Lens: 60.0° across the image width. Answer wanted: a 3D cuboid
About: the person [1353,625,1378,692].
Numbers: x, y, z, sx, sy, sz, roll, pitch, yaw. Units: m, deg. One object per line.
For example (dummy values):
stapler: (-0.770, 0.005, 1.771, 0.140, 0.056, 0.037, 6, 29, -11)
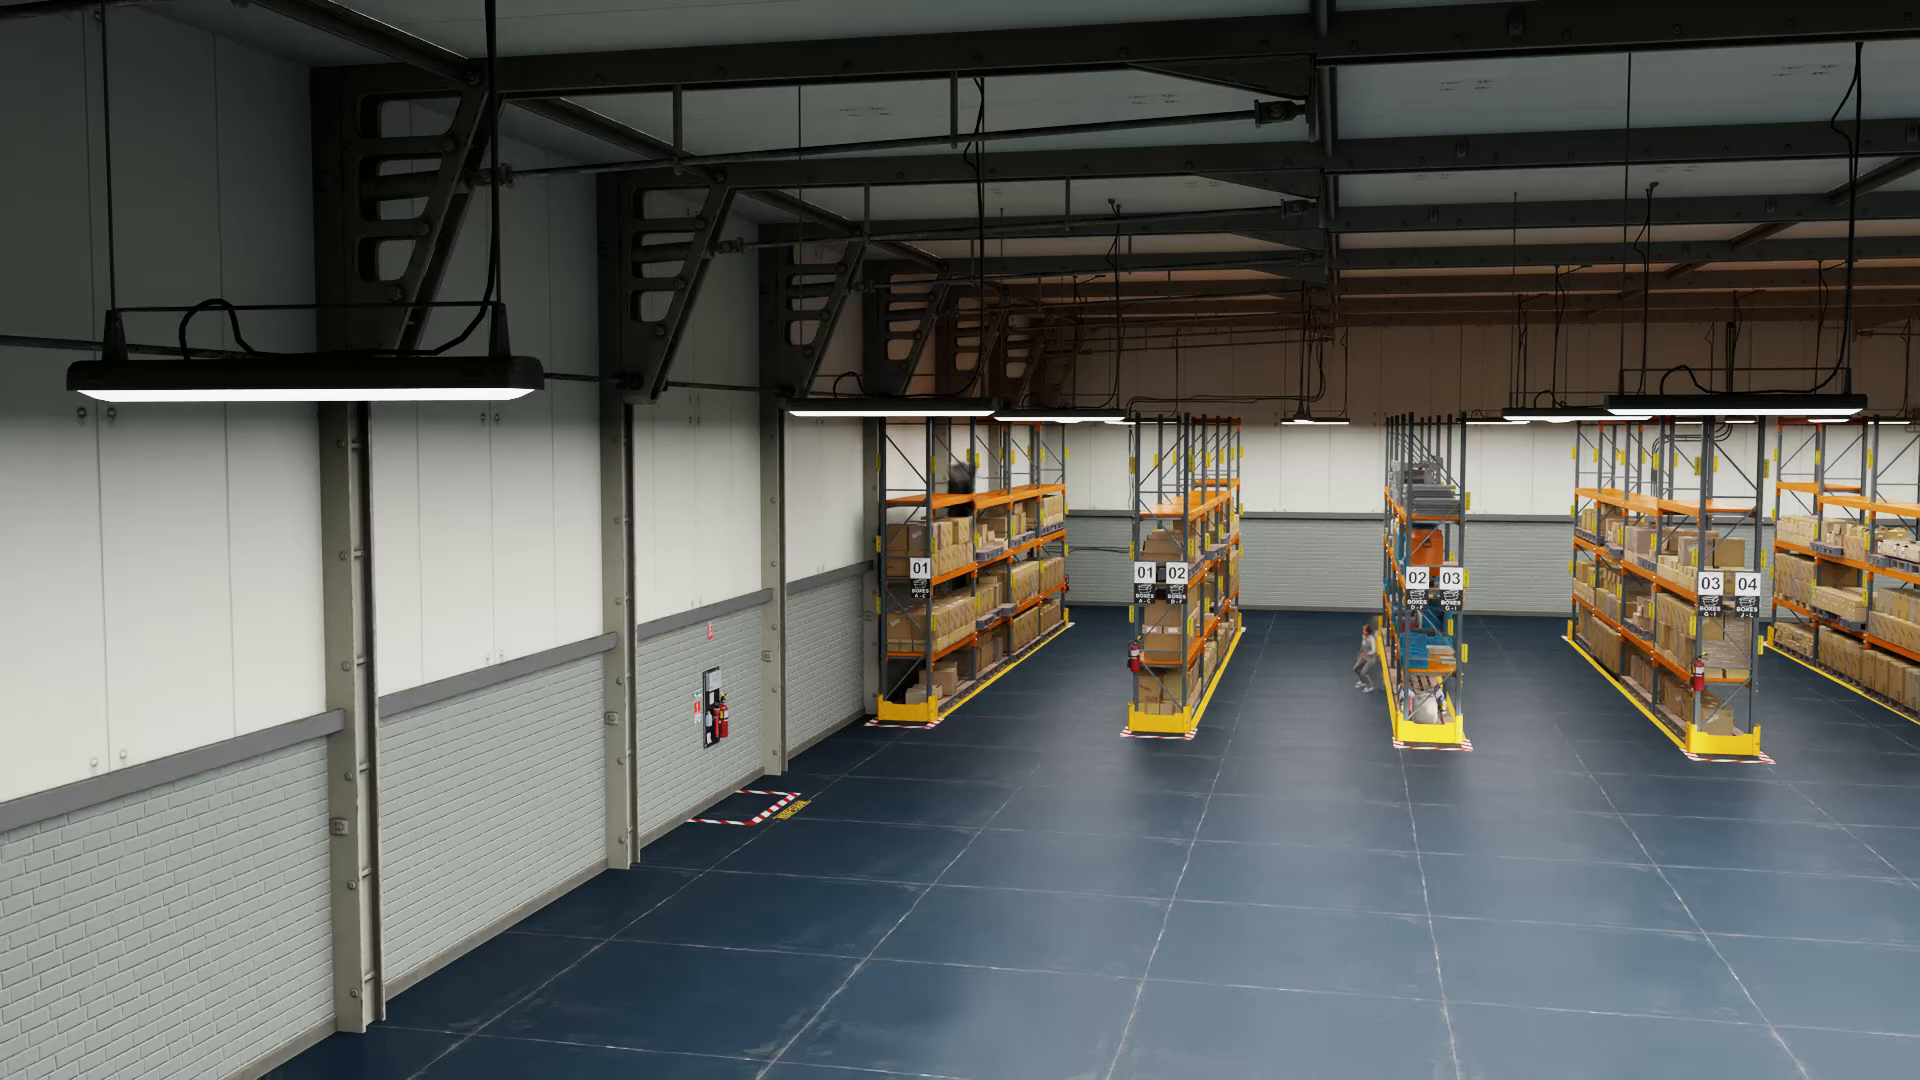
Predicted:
person: (8.746, 2.570, 35.885, 0.550, 1.488, 0.753, -1, 4, -20)
